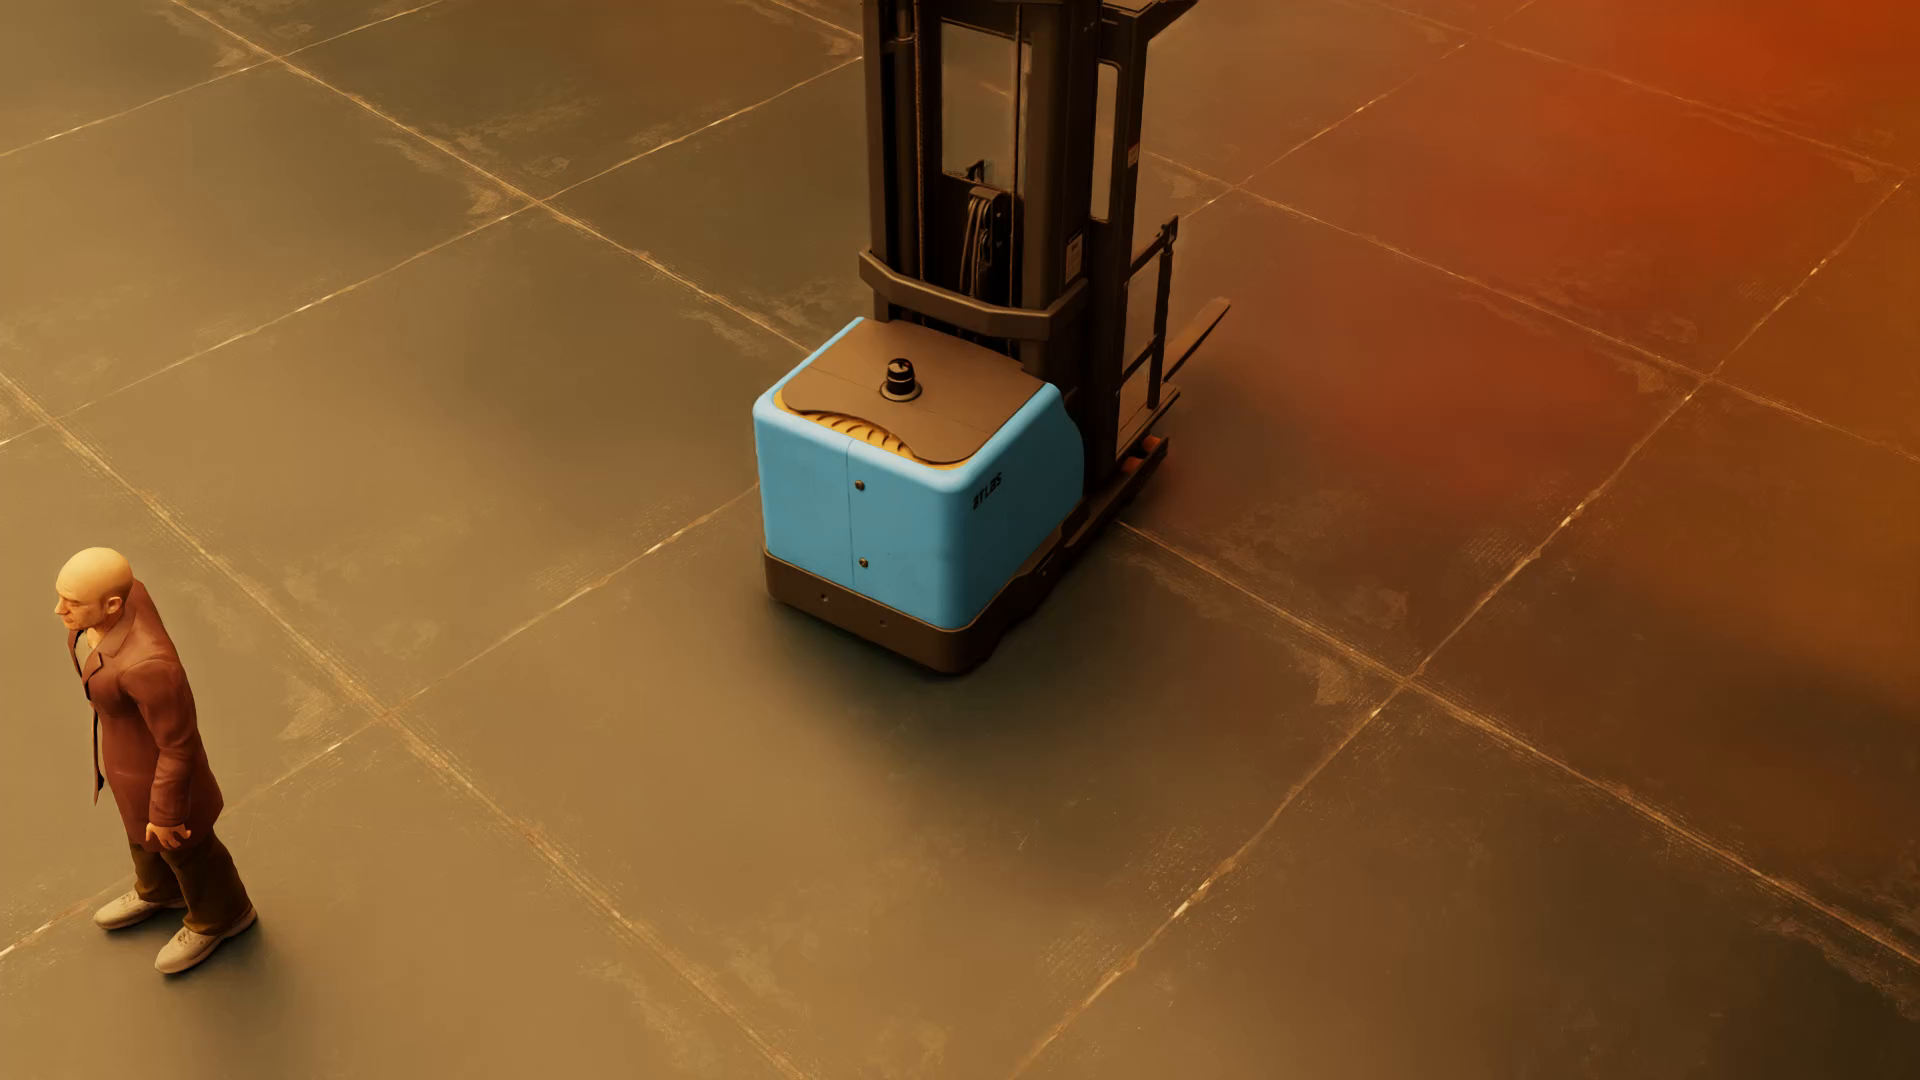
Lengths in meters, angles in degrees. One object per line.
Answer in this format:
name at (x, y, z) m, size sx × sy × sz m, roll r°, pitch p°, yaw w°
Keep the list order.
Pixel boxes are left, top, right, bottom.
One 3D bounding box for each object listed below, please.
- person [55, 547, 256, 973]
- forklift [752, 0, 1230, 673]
person at (-2.726, 0.836, 5.483) m, size 0.582 × 1.575 × 0.695 m, roll -27°, pitch 47°, yaw -28°
forklift at (0.352, -1.493, 7.169) m, size 1.130 × 2.935 × 3.031 m, roll 22°, pitch 45°, yaw 24°
